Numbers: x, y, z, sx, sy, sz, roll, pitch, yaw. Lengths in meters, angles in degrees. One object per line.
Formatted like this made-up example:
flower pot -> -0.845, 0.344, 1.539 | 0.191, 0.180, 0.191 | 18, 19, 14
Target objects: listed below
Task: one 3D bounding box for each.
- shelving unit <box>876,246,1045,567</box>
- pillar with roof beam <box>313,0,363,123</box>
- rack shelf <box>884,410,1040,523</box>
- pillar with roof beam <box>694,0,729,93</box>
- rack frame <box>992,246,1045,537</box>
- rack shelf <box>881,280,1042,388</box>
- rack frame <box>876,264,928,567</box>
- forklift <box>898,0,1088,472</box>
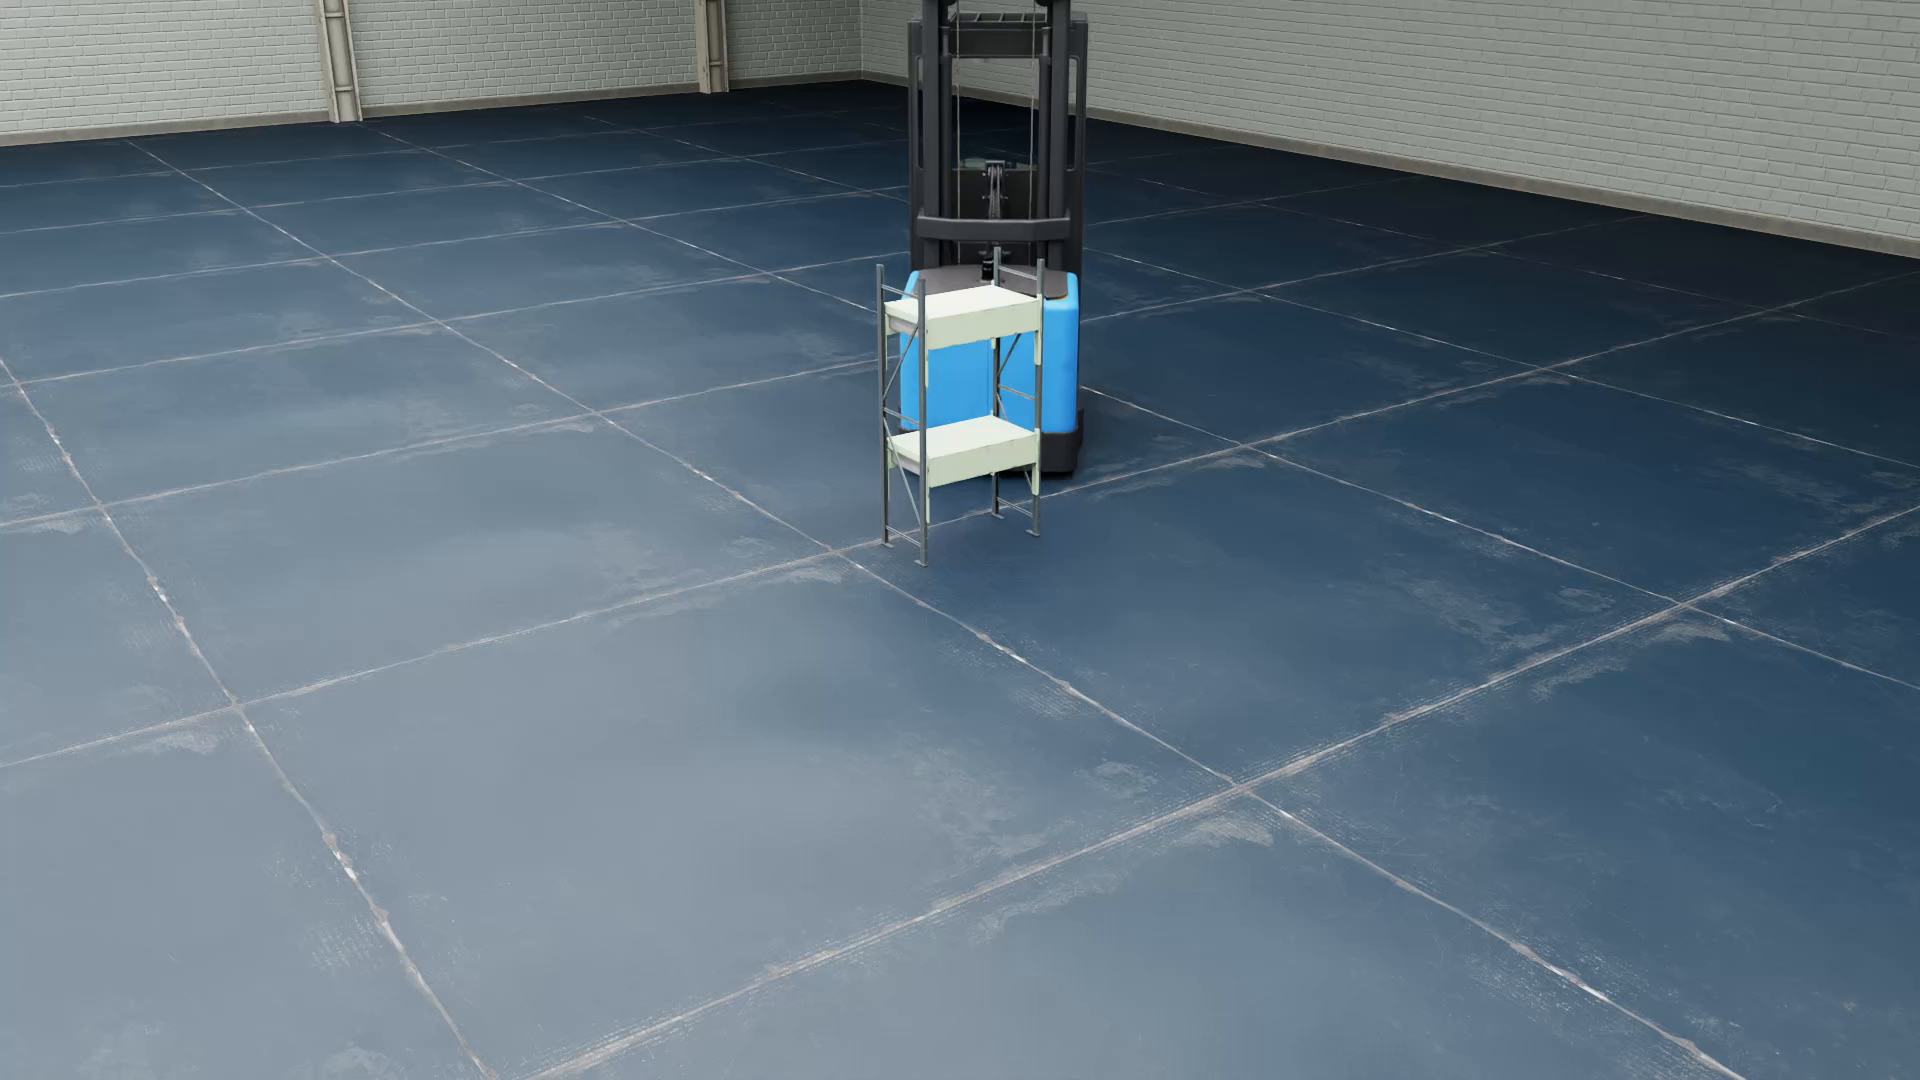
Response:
shelving unit -> 0.005, -0.698, 8.622 | 0.755, 1.500, 0.431 | -15, 26, -33
pillar with roof beam -> -6.411, -8.984, 19.268 | 0.400, 9.000, 9.100 | -15, 26, -33
rack shelf -> 0.005, -0.395, 8.743 | 0.720, 0.370, 0.431 | -15, 26, -33
pillar with roof beam -> -1.541, -10.282, 22.523 | 0.400, 9.000, 9.100 | -15, 26, -33
rack frame -> 0.303, -0.777, 8.821 | 0.023, 1.500, 0.400 | -15, 26, -33
rack shelf -> 0.005, -1.061, 8.477 | 0.720, 0.370, 0.431 | -15, 26, -33
rack frame -> -0.292, -0.619, 8.424 | 0.023, 1.500, 0.400 | -15, 26, -33
forklift -> 0.241, -2.258, 10.600 | 1.130, 2.935, 3.031 | 1, 22, 3
